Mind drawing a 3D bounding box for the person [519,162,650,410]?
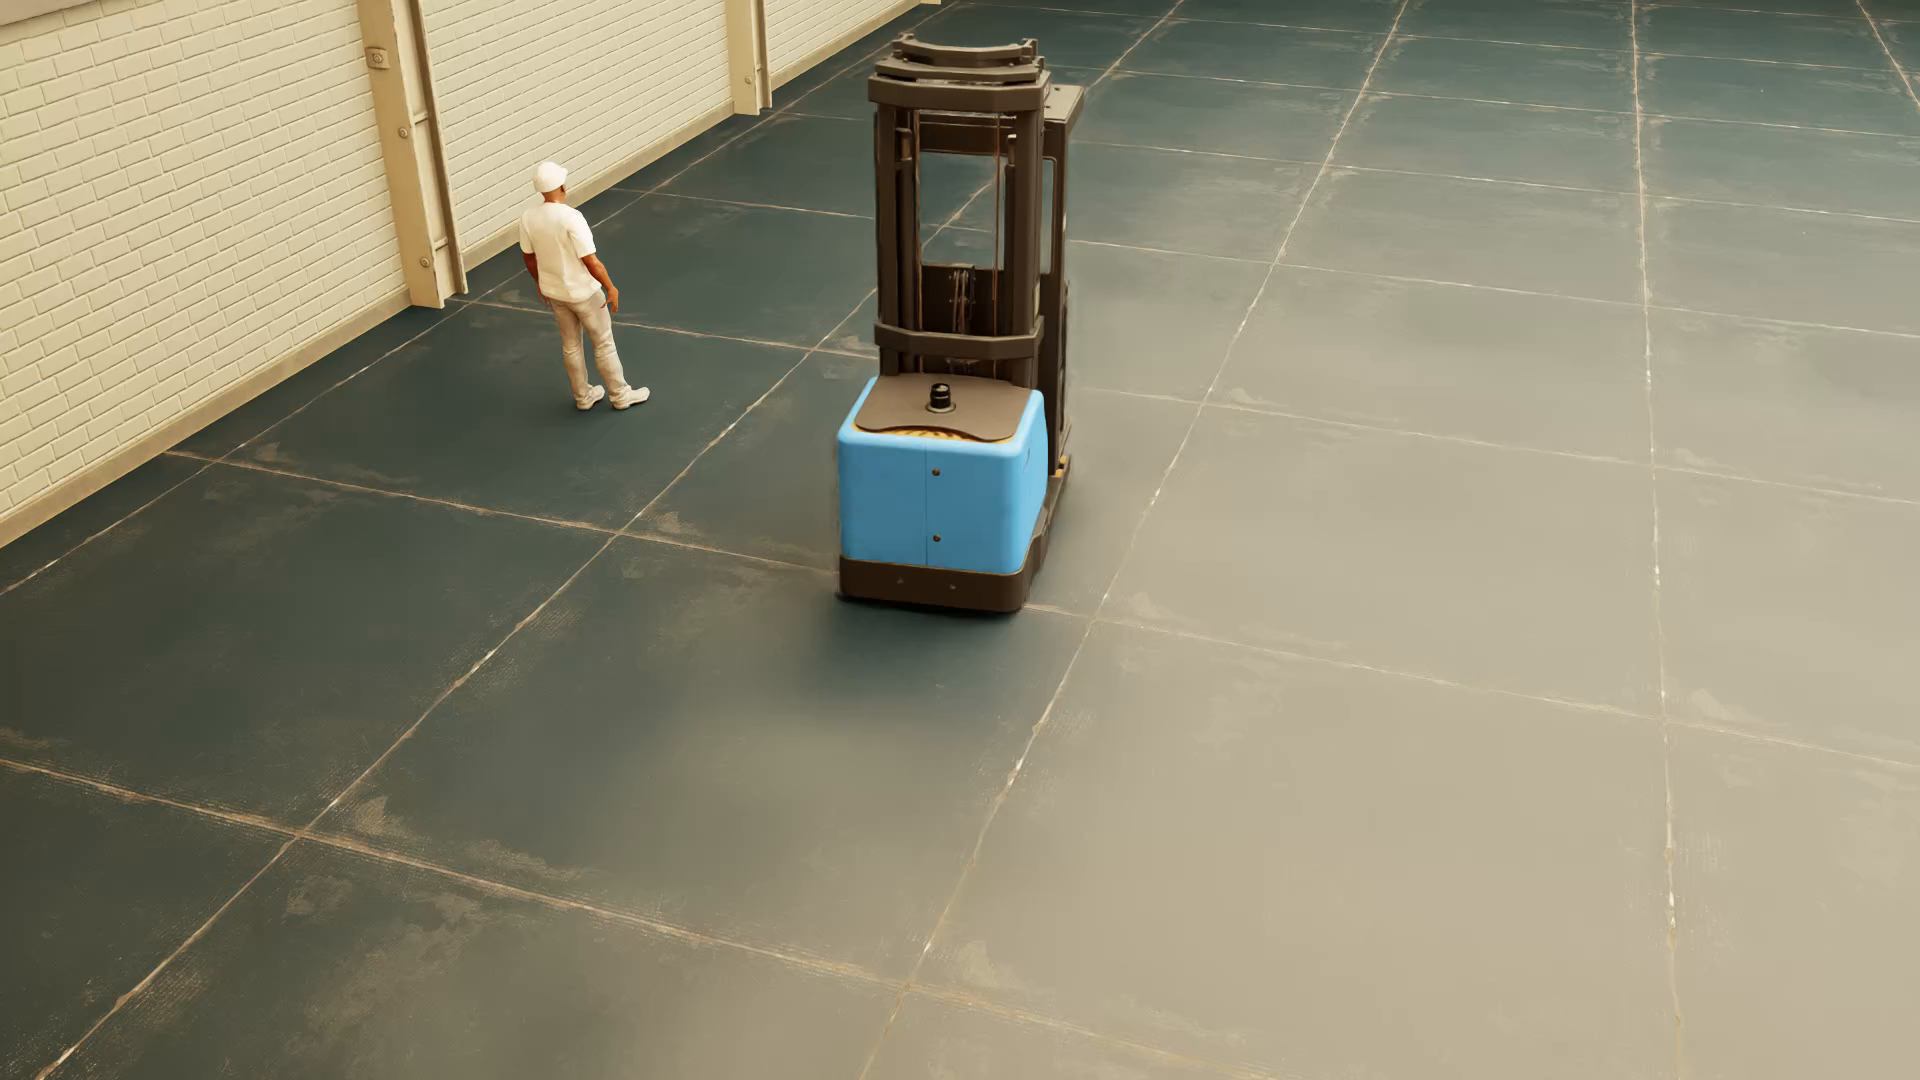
[{"bbox_3d":[-2.596,-1.737,11.345,0.666,1.765,0.579,14,32,22],"label":"person"}]

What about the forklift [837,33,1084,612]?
[{"bbox_3d":[0.107,-1.586,9.919,1.130,2.935,3.031,6,30,10],"label":"forklift"}]
